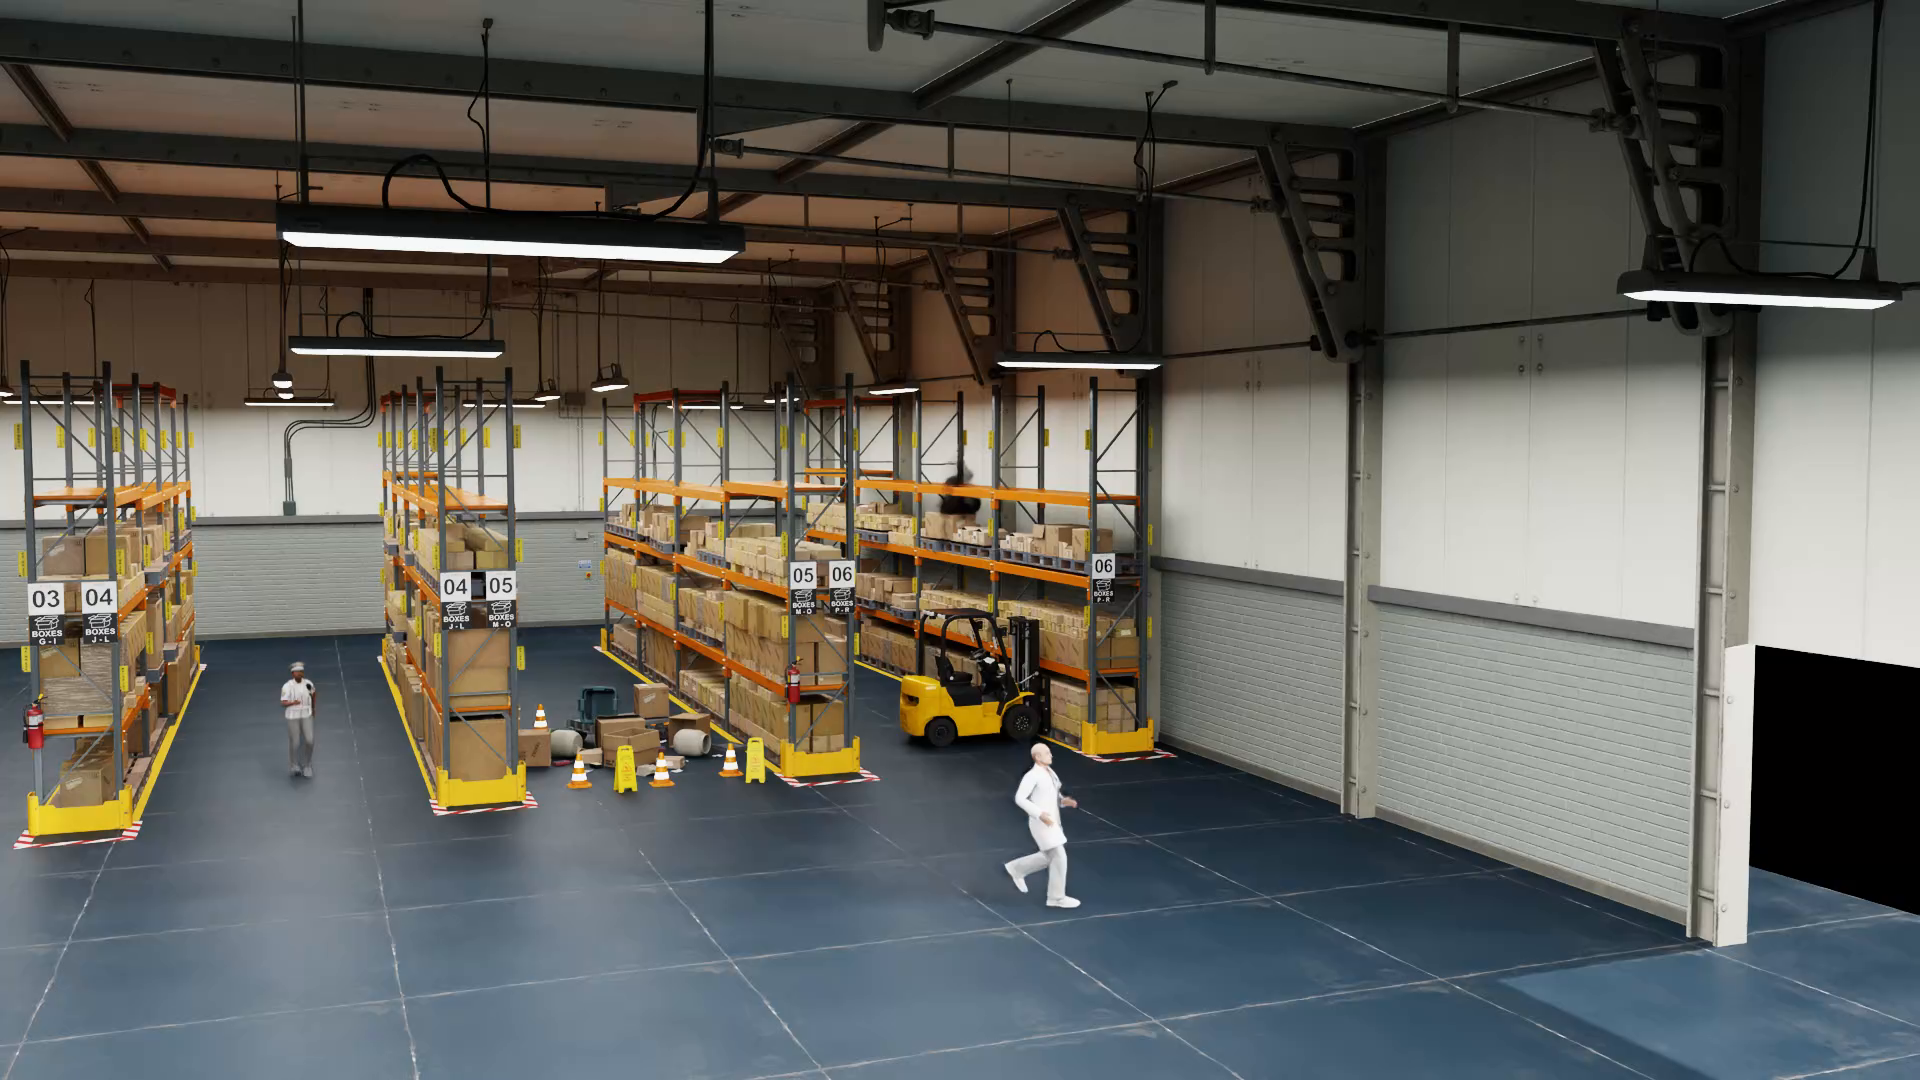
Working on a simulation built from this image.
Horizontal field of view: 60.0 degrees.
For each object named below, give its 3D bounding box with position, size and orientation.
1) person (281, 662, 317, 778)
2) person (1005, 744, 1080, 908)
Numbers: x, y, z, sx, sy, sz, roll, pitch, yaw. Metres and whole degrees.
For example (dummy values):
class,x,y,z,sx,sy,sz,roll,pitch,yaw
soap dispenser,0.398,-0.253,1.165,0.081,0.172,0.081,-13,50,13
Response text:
class,x,y,z,sx,sy,sz,roll,pitch,yaw
person,-9.800,2.665,24.717,0.553,1.718,0.681,-2,4,-32
person,0.874,3.054,17.868,0.884,1.743,0.719,1,4,22
